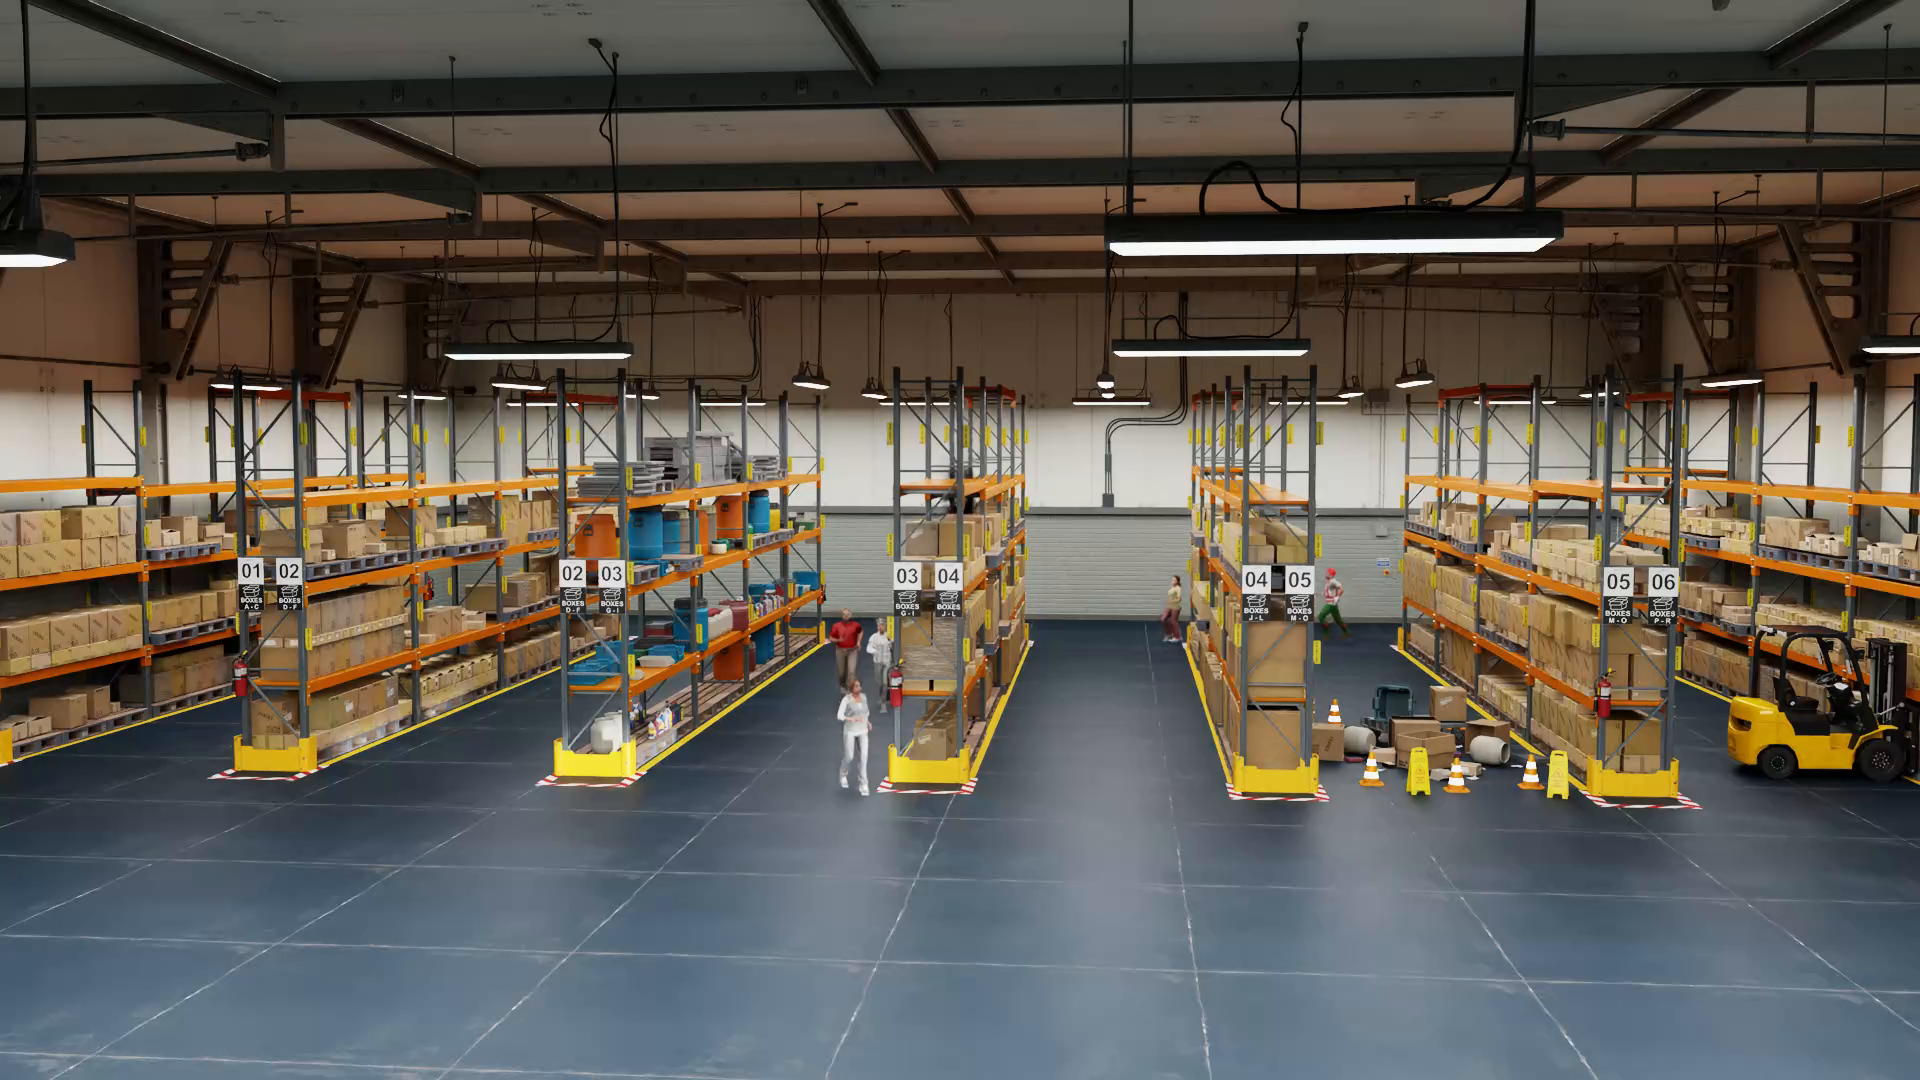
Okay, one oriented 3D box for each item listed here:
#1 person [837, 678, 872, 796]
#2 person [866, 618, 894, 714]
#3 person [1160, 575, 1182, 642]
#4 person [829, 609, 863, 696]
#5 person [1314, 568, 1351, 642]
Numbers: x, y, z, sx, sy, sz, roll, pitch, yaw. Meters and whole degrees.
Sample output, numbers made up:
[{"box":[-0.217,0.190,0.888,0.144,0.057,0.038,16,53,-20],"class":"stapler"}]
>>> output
[{"box":[-1.473,2.729,23.330,0.546,1.601,0.797,-2,4,-26],"class":"person"},{"box":[-1.398,2.282,30.438,0.620,1.728,0.819,0,4,8],"class":"person"},{"box":[5.210,1.678,40.368,0.604,1.662,0.582,-2,4,-28],"class":"person"},{"box":[-2.150,2.167,31.440,0.659,1.737,0.967,0,4,-7],"class":"person"},{"box":[9.072,1.598,40.479,0.899,1.821,0.674,1,4,11],"class":"person"}]
